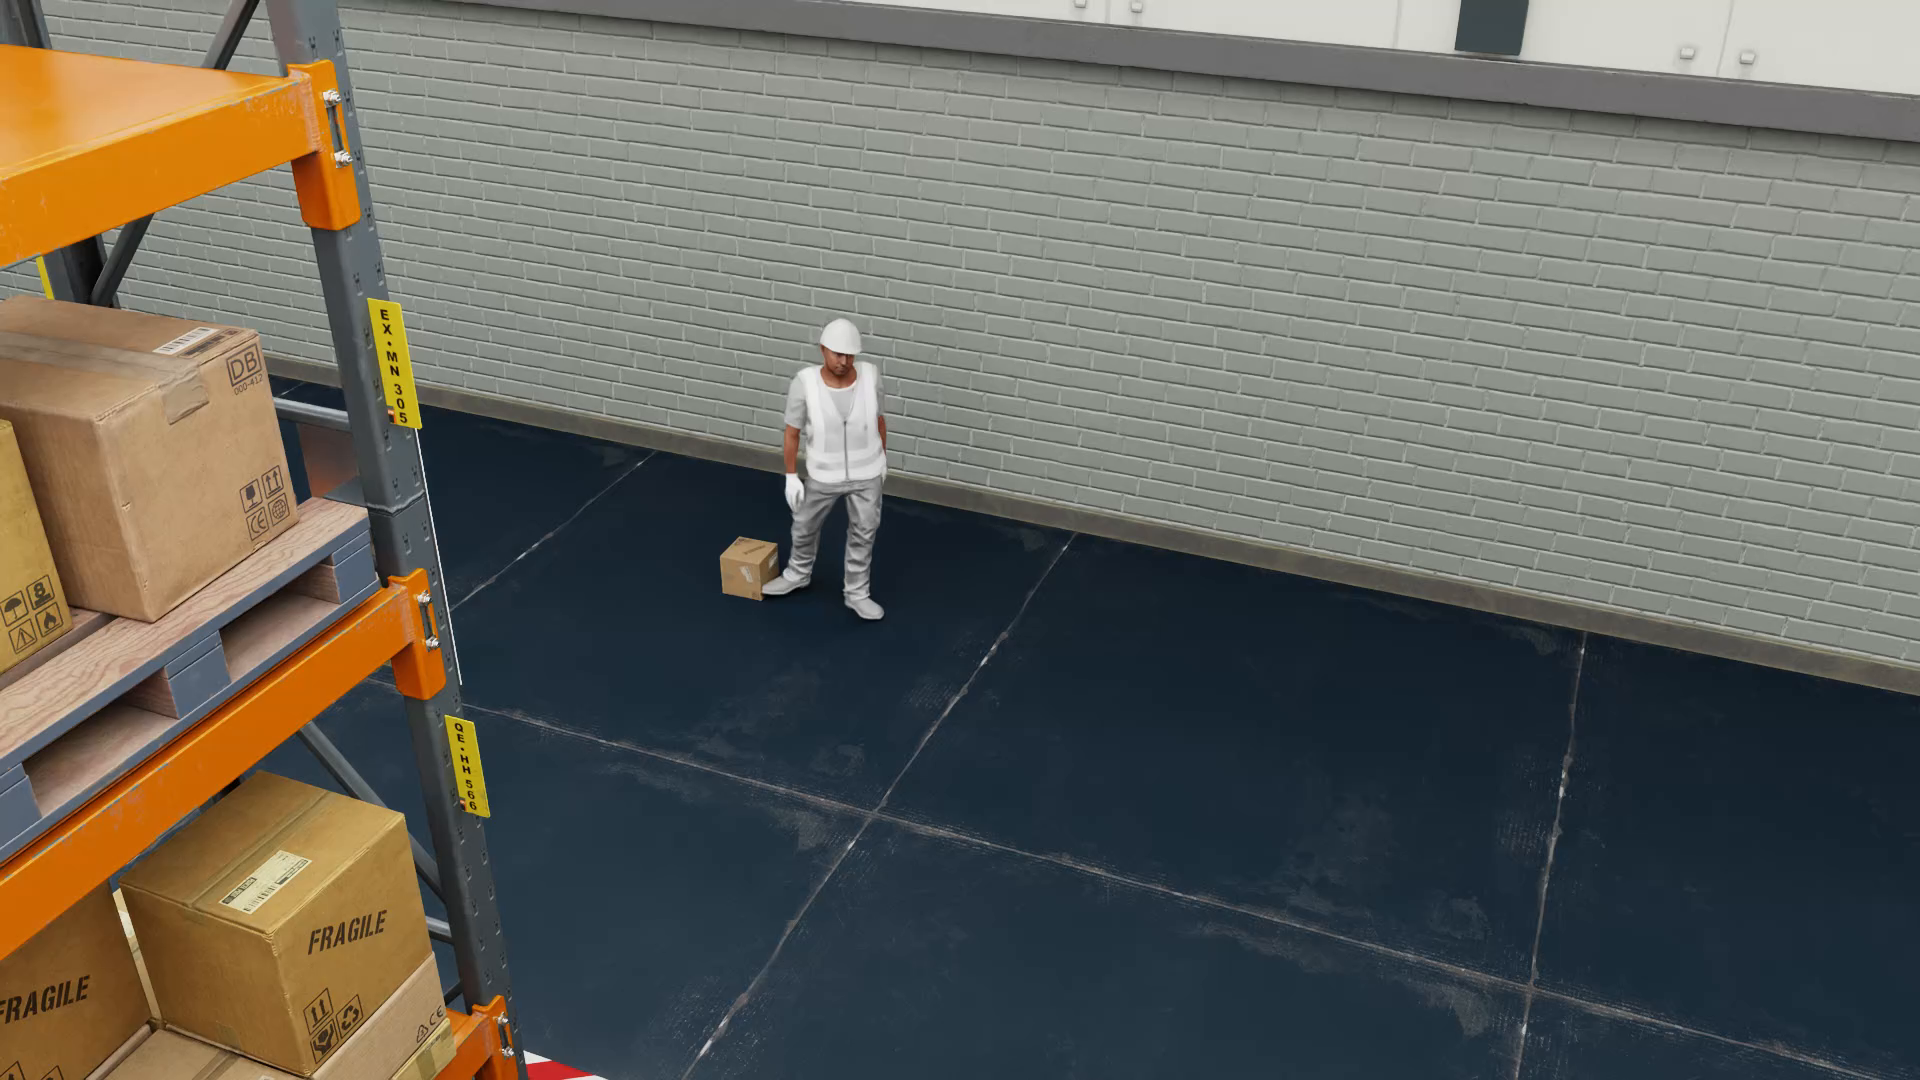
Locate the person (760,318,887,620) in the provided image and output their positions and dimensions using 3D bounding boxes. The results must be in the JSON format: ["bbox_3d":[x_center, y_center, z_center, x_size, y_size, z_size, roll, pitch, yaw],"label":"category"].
[{"bbox_3d":[-0.758,-0.393,9.071,0.741,1.775,0.506,-5,30,-8],"label":"person"}]
